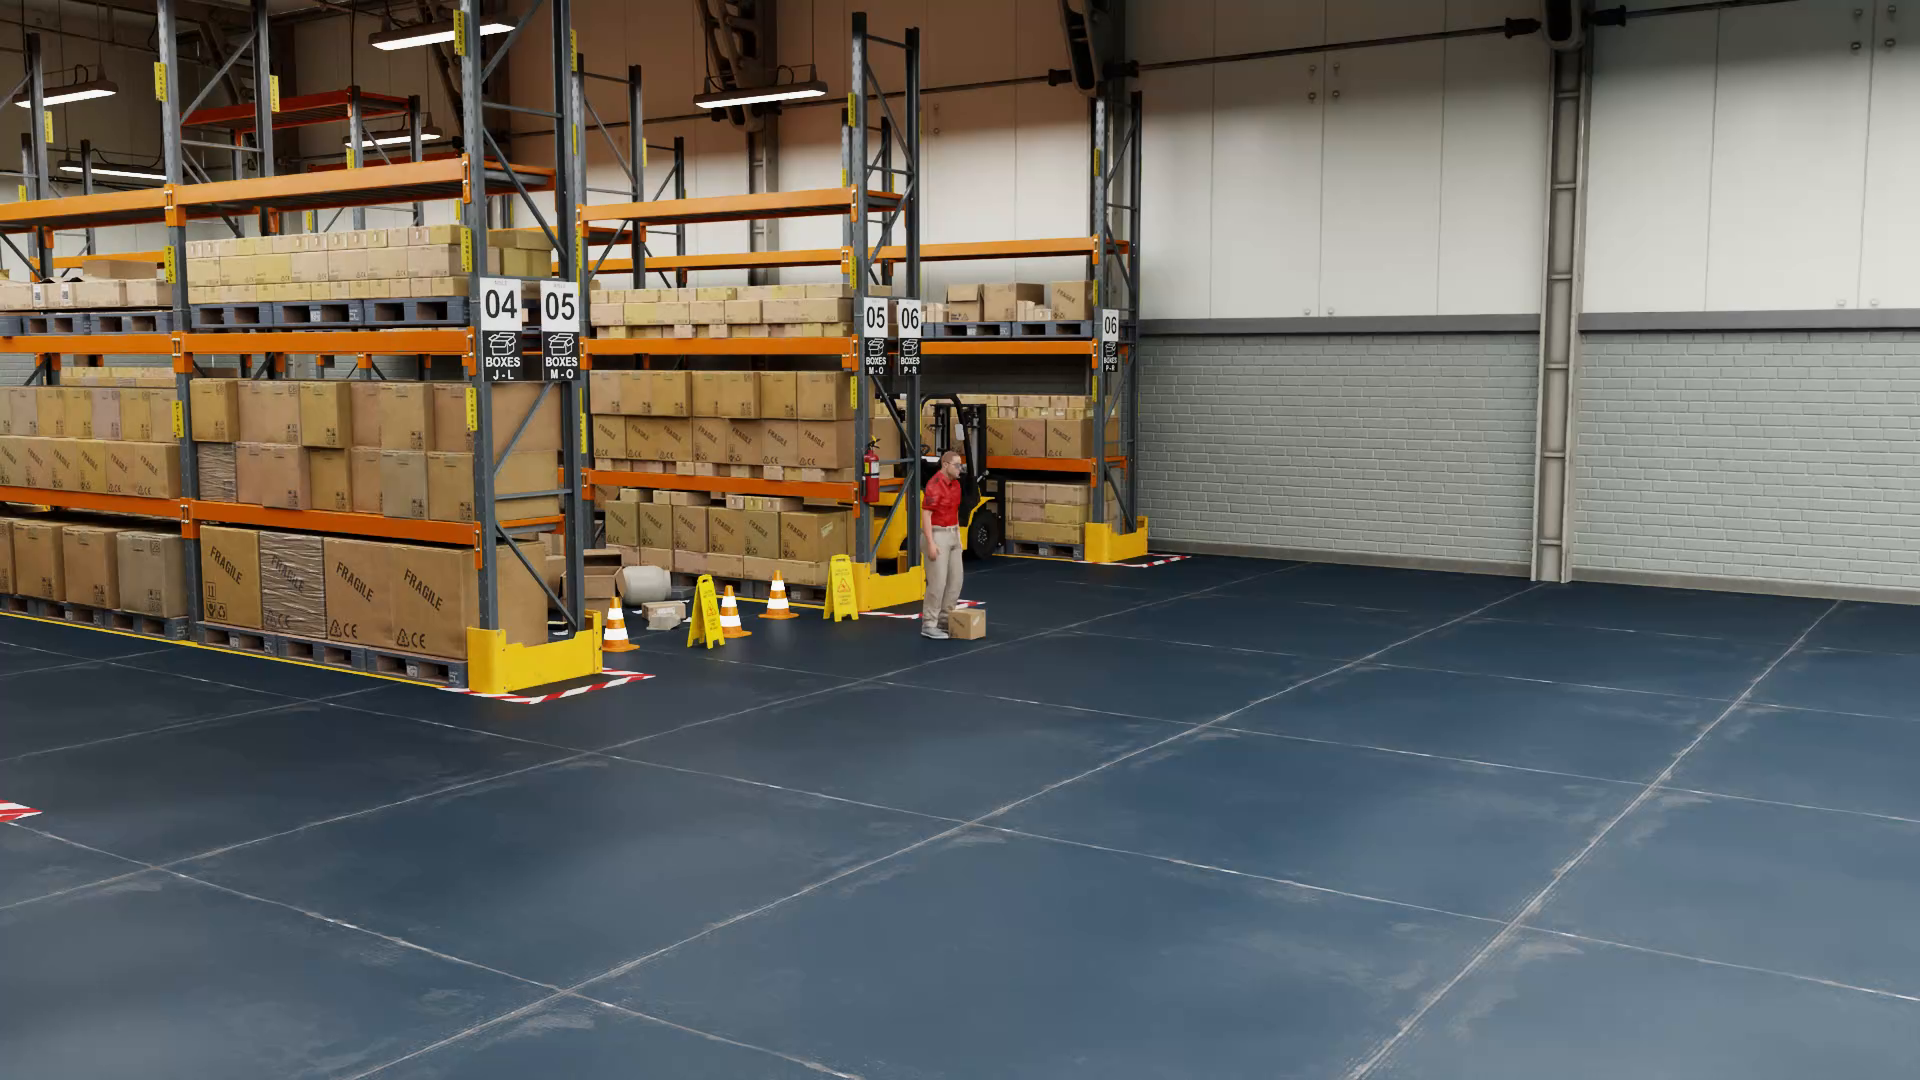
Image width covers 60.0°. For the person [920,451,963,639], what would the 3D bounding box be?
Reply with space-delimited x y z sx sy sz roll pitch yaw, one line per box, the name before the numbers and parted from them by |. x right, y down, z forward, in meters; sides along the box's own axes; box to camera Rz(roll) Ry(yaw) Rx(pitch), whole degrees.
person | -0.148 0.031 15.555 0.389 1.725 0.597 4 7 30
